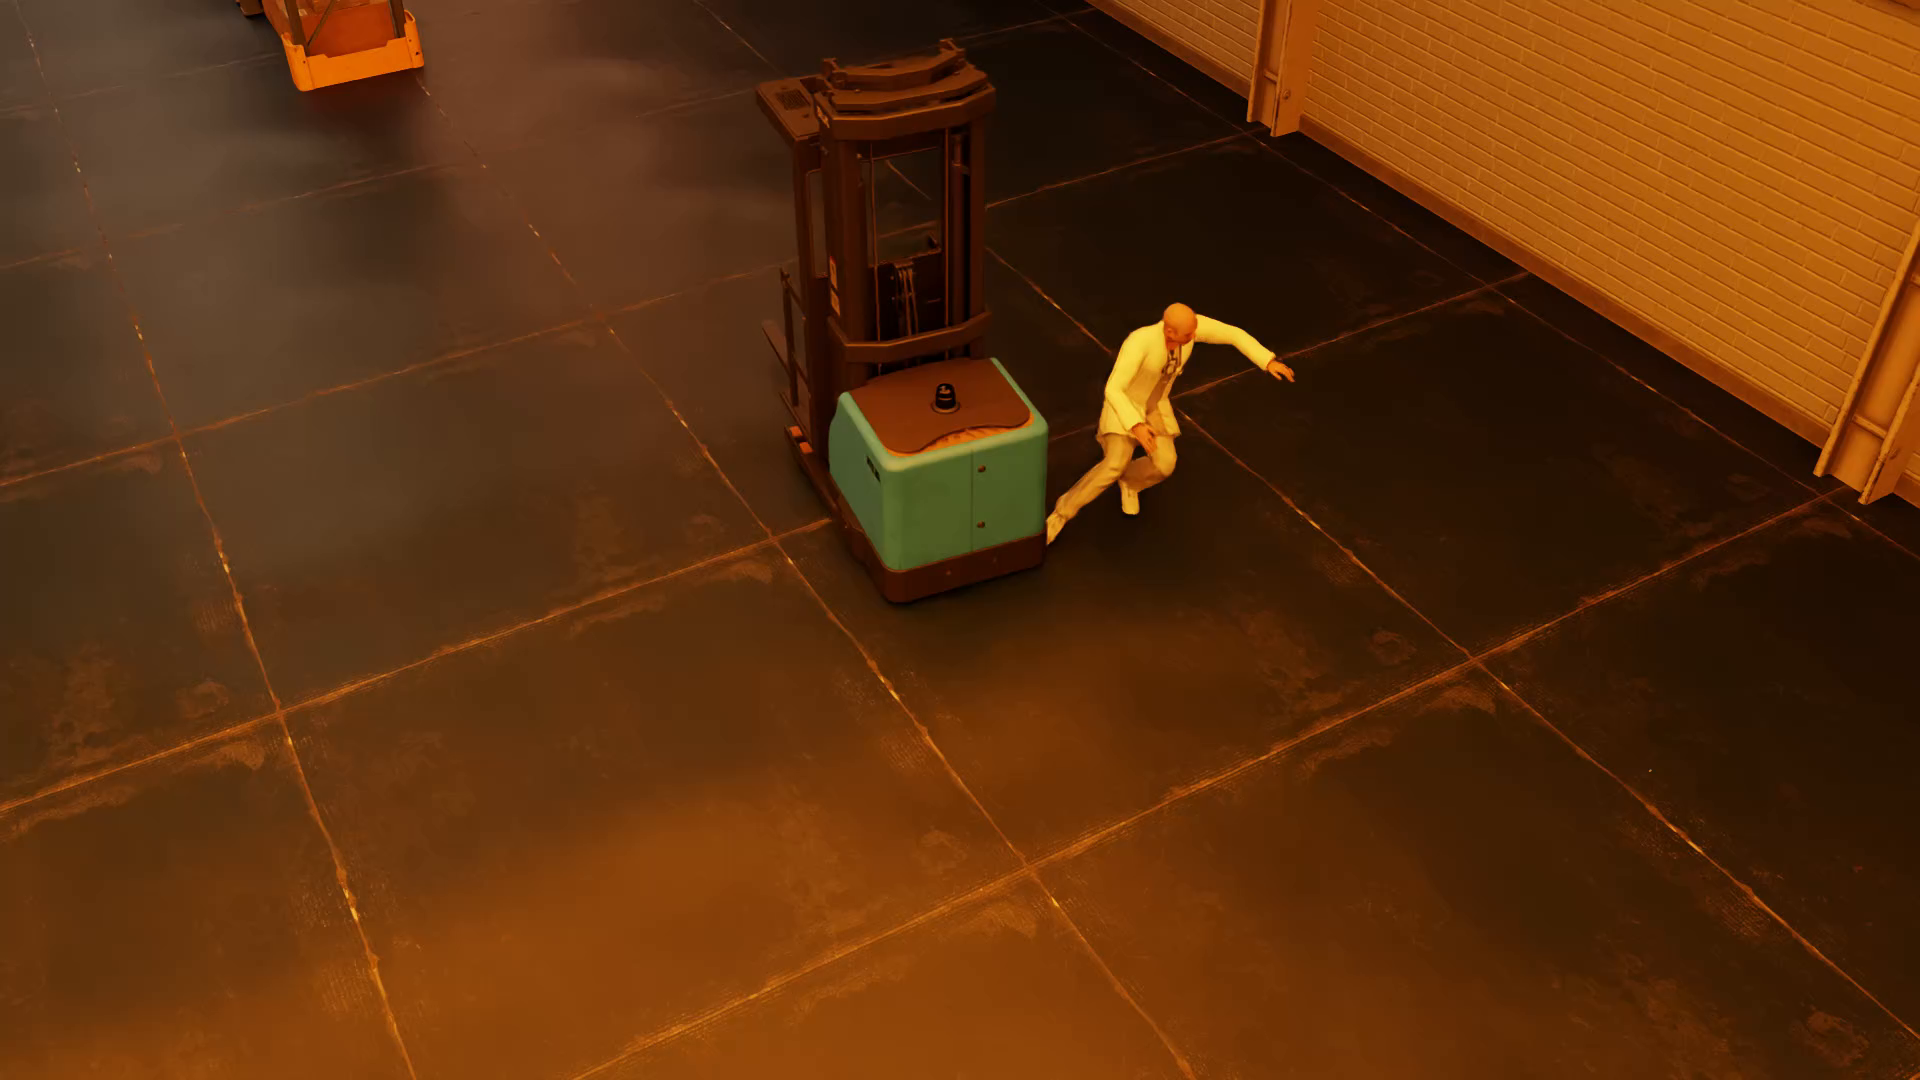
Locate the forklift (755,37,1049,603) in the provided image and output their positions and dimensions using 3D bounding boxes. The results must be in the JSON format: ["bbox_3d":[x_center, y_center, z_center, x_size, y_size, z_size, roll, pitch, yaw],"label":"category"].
[{"bbox_3d":[-0.515,-1.703,10.090,1.130,2.935,3.031,-15,42,-17],"label":"forklift"}]

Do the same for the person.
[{"bbox_3d":[1.148,-0.715,9.994,1.489,1.494,0.860,-21,44,-24],"label":"person"}]
